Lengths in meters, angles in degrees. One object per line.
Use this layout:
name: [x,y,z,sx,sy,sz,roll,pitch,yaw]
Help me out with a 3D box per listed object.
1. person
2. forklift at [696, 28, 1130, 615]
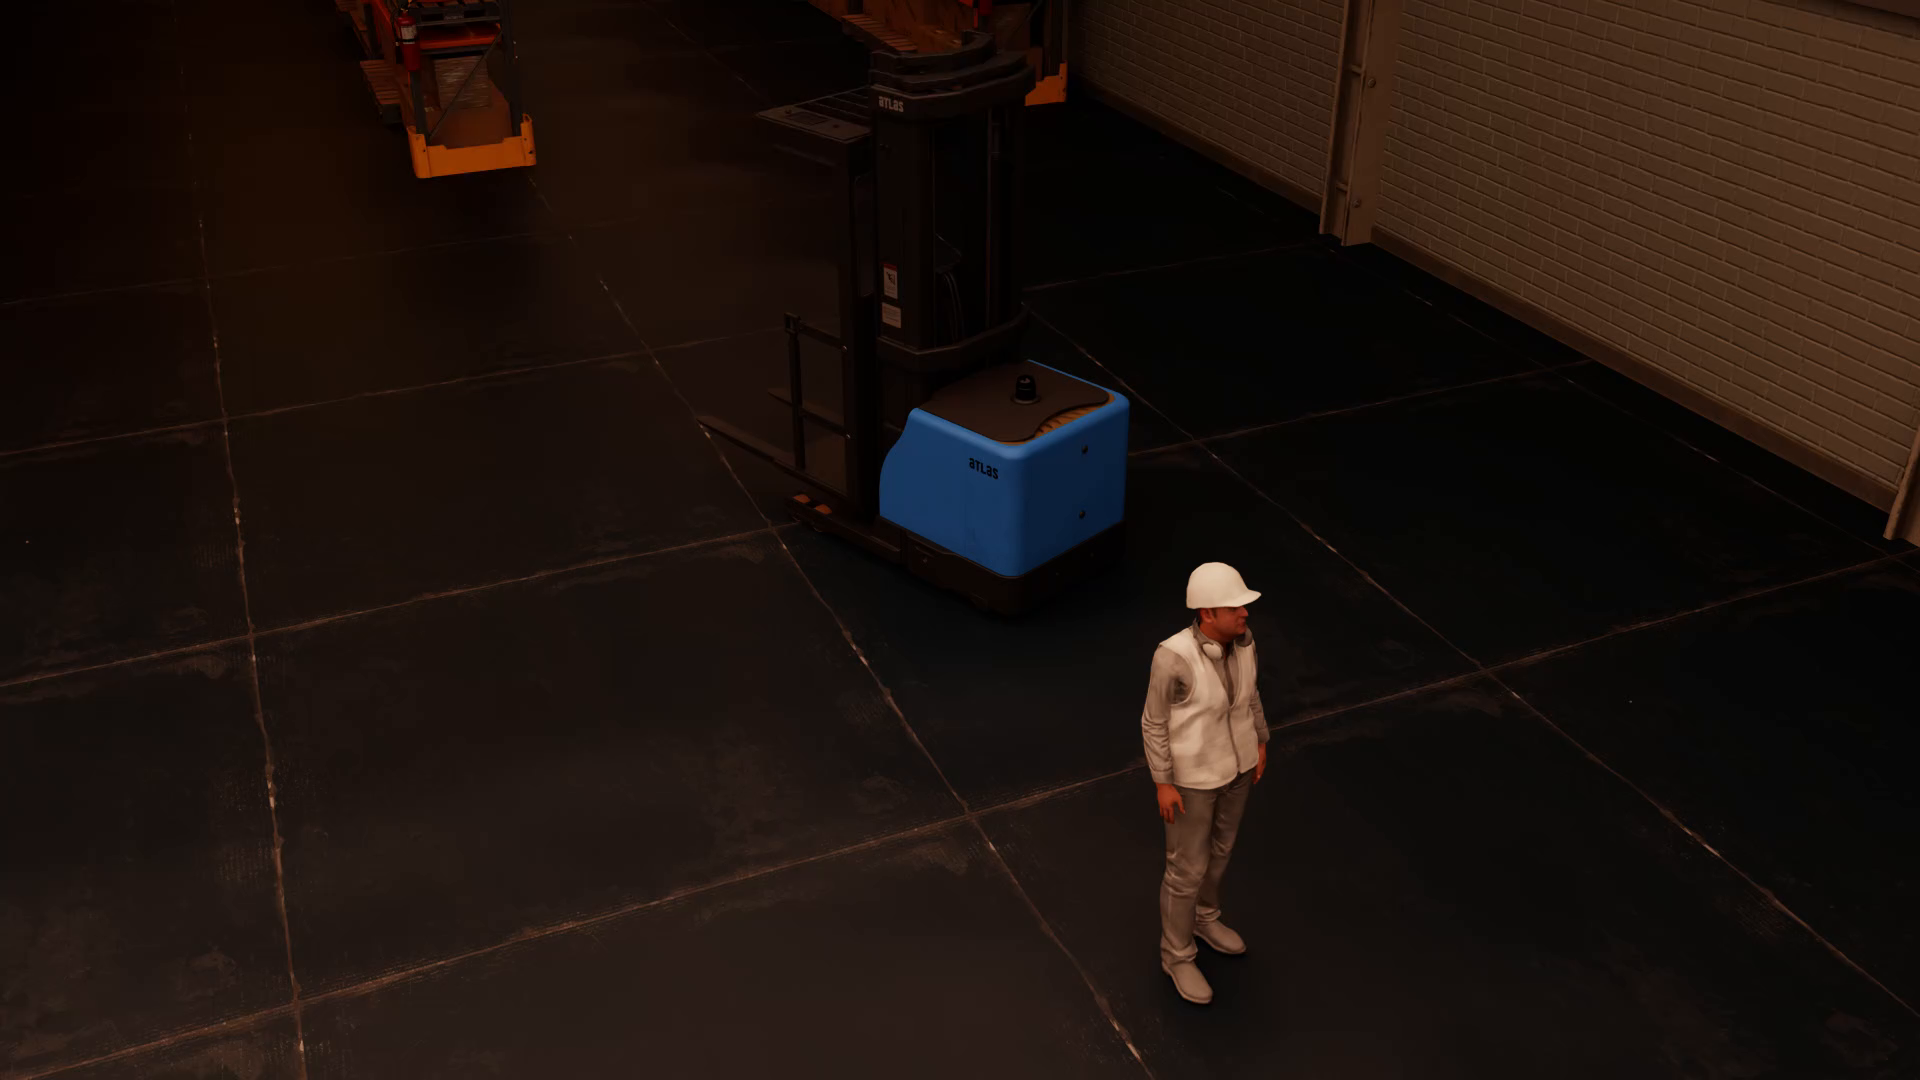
person: [1.034,0.933,6.639,0.632,1.773,0.569,-22,36,-33]
forklift: [-0.436,-1.483,9.714,3.031,2.935,1.130,26,39,37]
